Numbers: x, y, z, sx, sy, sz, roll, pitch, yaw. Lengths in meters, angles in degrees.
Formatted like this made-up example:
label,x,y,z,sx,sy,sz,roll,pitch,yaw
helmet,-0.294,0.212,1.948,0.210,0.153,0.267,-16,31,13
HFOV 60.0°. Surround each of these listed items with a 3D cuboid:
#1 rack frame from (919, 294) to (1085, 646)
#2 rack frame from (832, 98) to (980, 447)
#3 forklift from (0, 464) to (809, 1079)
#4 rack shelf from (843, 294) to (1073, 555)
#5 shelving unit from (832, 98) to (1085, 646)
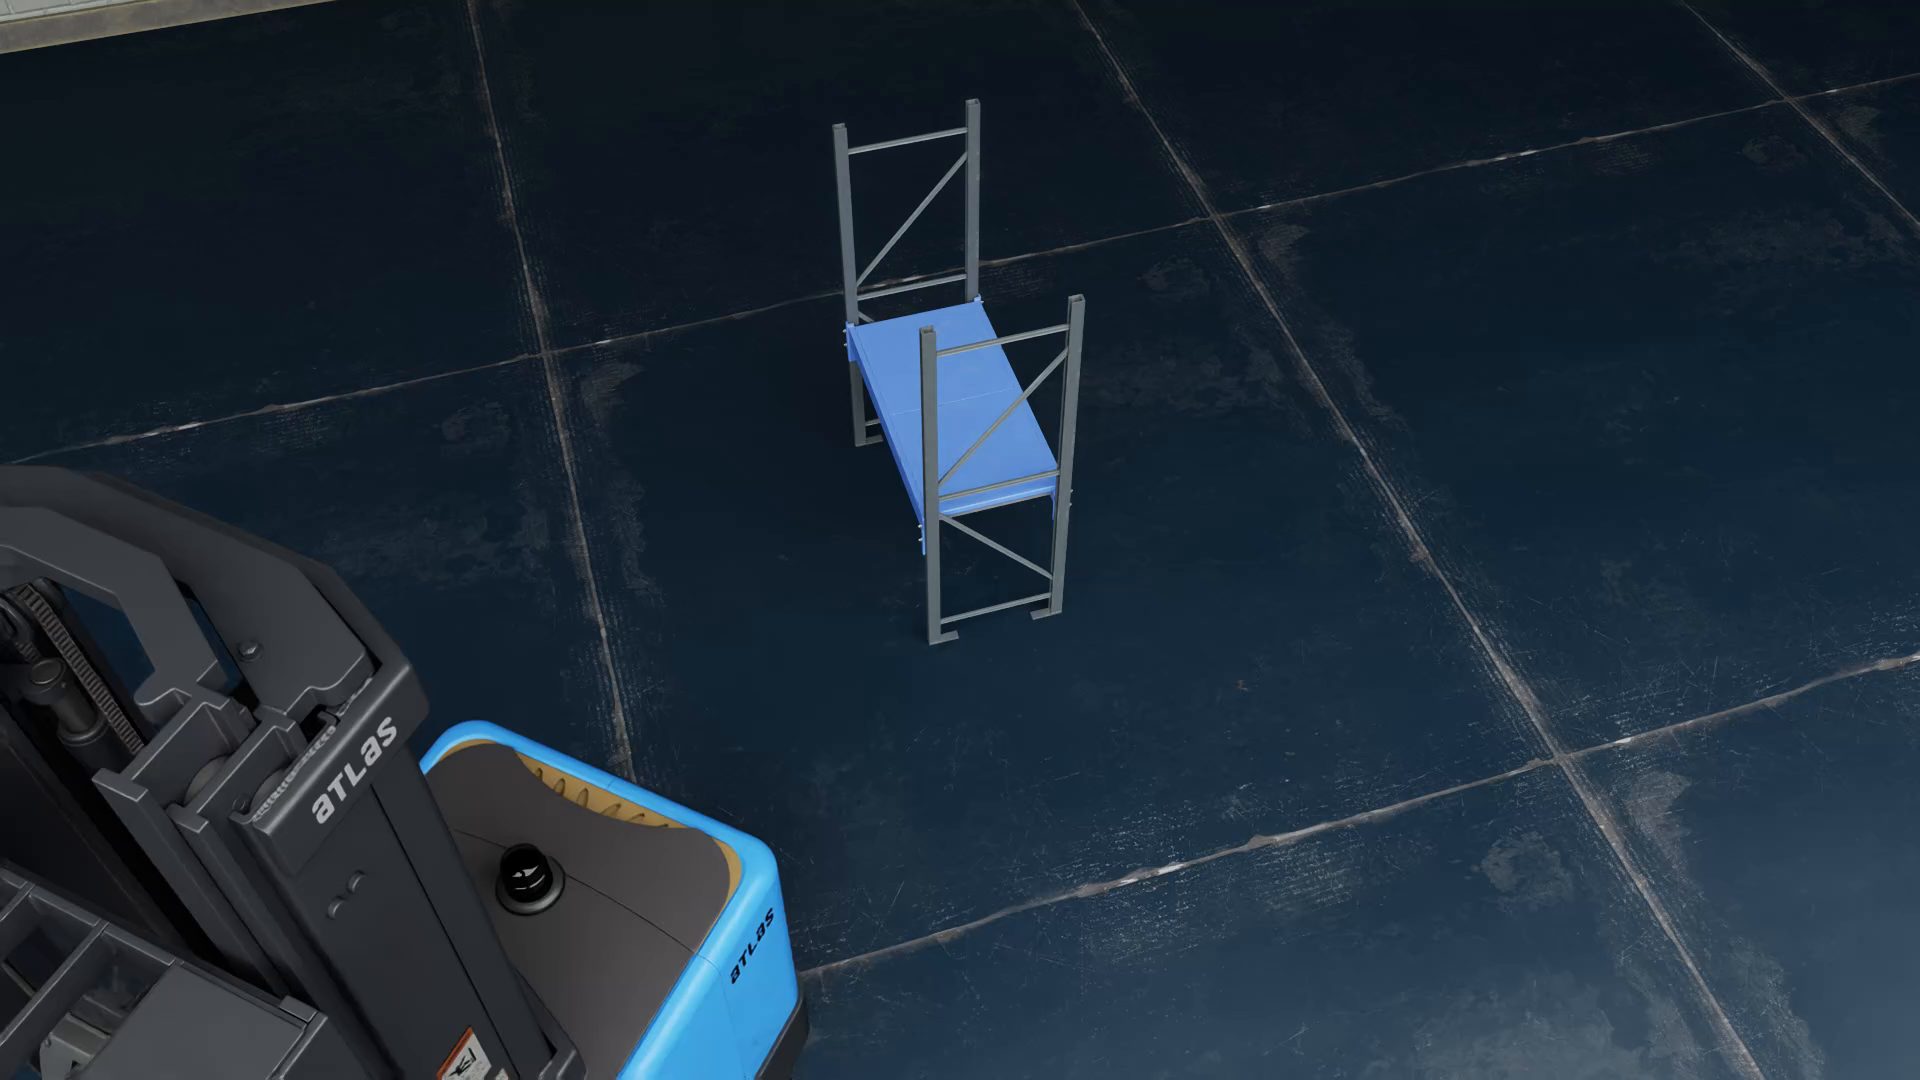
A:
label,x,y,z,sx,sy,sz,roll,pitch,yaw
rack frame,0.125,-0.174,5.416,0.500,1.500,0.032,-13,51,-11
rack frame,-0.176,-0.917,6.042,0.500,1.500,0.032,-13,51,-11
forklift,-1.536,1.386,3.164,1.130,2.935,3.031,20,53,16
rack shelf,-0.025,-0.430,5.867,0.538,0.185,1.000,-13,51,-11
shelving unit,-0.025,-0.546,5.729,0.538,1.500,1.048,-13,51,-11
